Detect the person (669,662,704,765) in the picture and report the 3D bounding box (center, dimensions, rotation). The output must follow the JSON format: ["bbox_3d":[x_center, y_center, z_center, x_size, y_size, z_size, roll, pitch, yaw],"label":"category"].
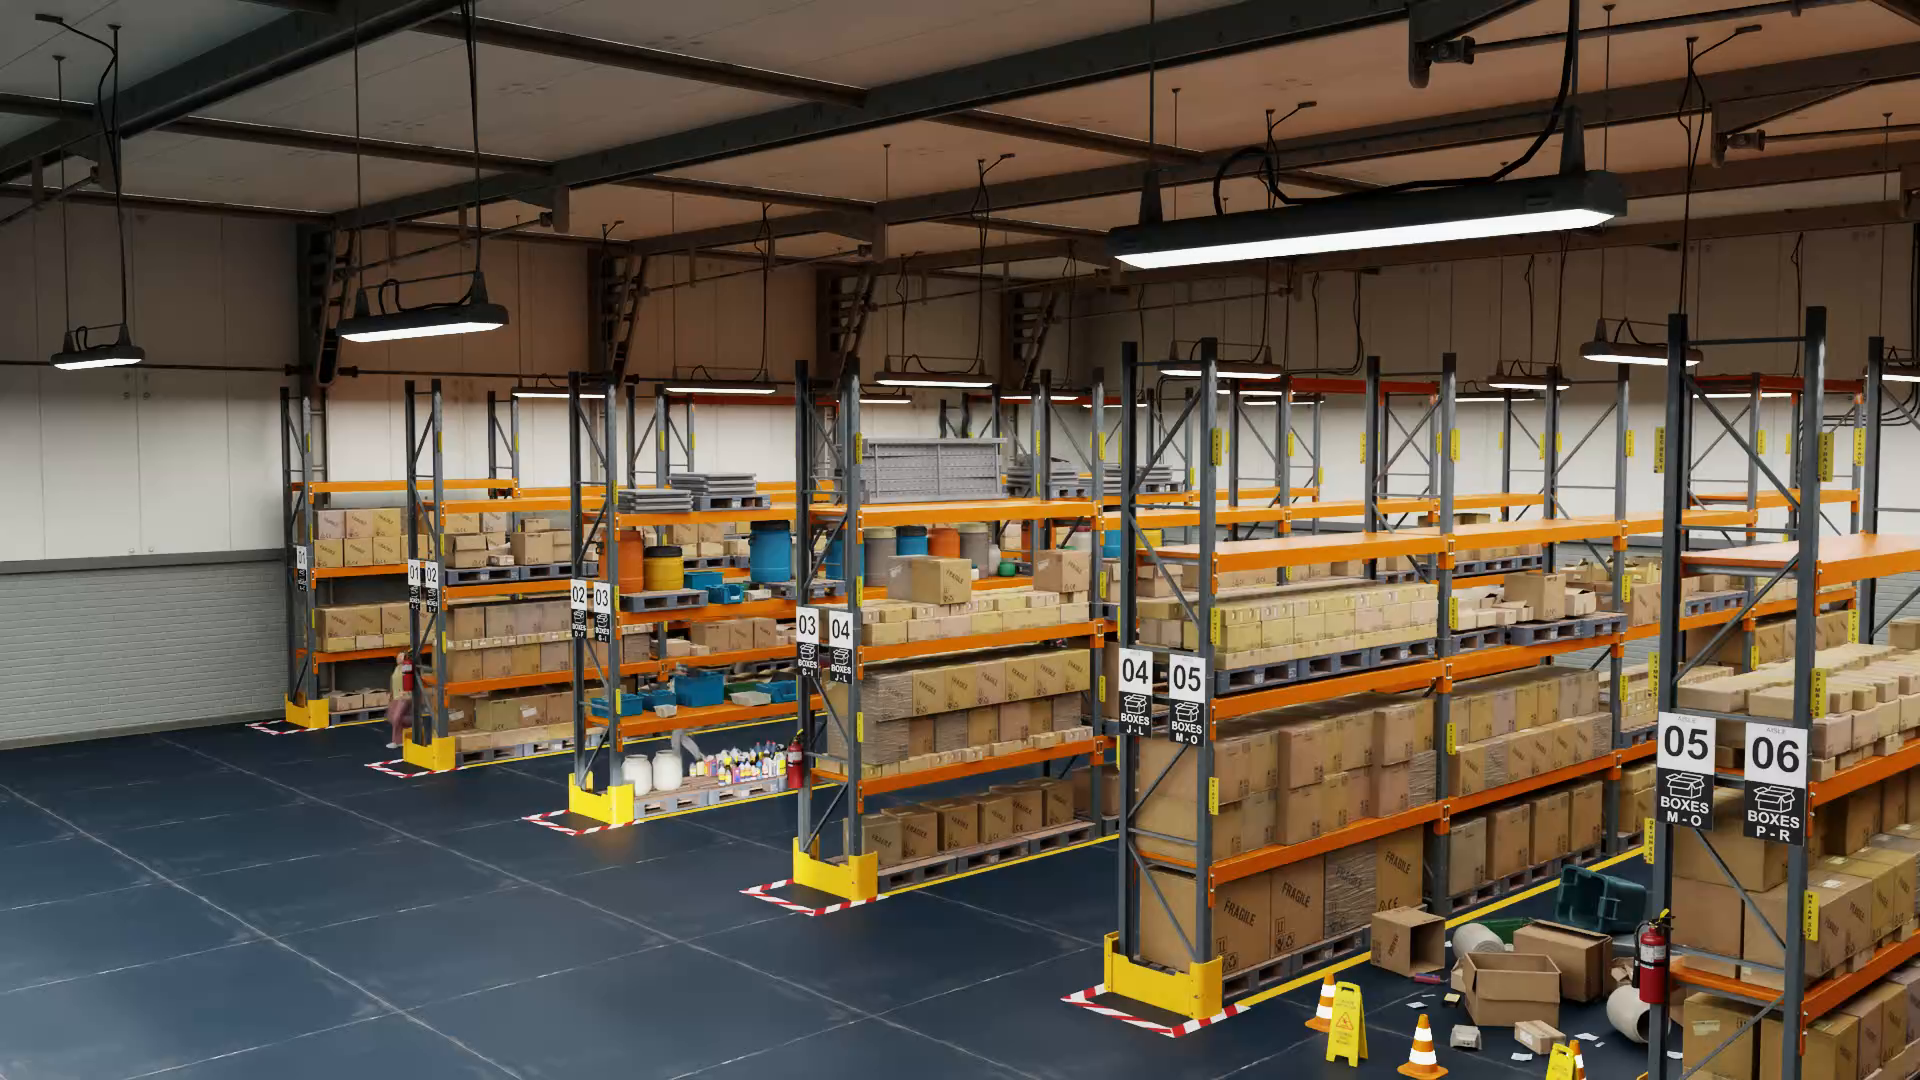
[{"bbox_3d":[-4.214,2.690,25.203,0.884,1.715,0.598,-4,5,-44],"label":"person"}]

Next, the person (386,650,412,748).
[{"bbox_3d":[-9.130,2.609,27.439,0.580,1.620,0.589,2,4,31],"label":"person"}]

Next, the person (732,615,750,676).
[{"bbox_3d":[-4.162,2.277,31.820,0.647,1.716,0.943,3,5,40],"label":"person"}]
